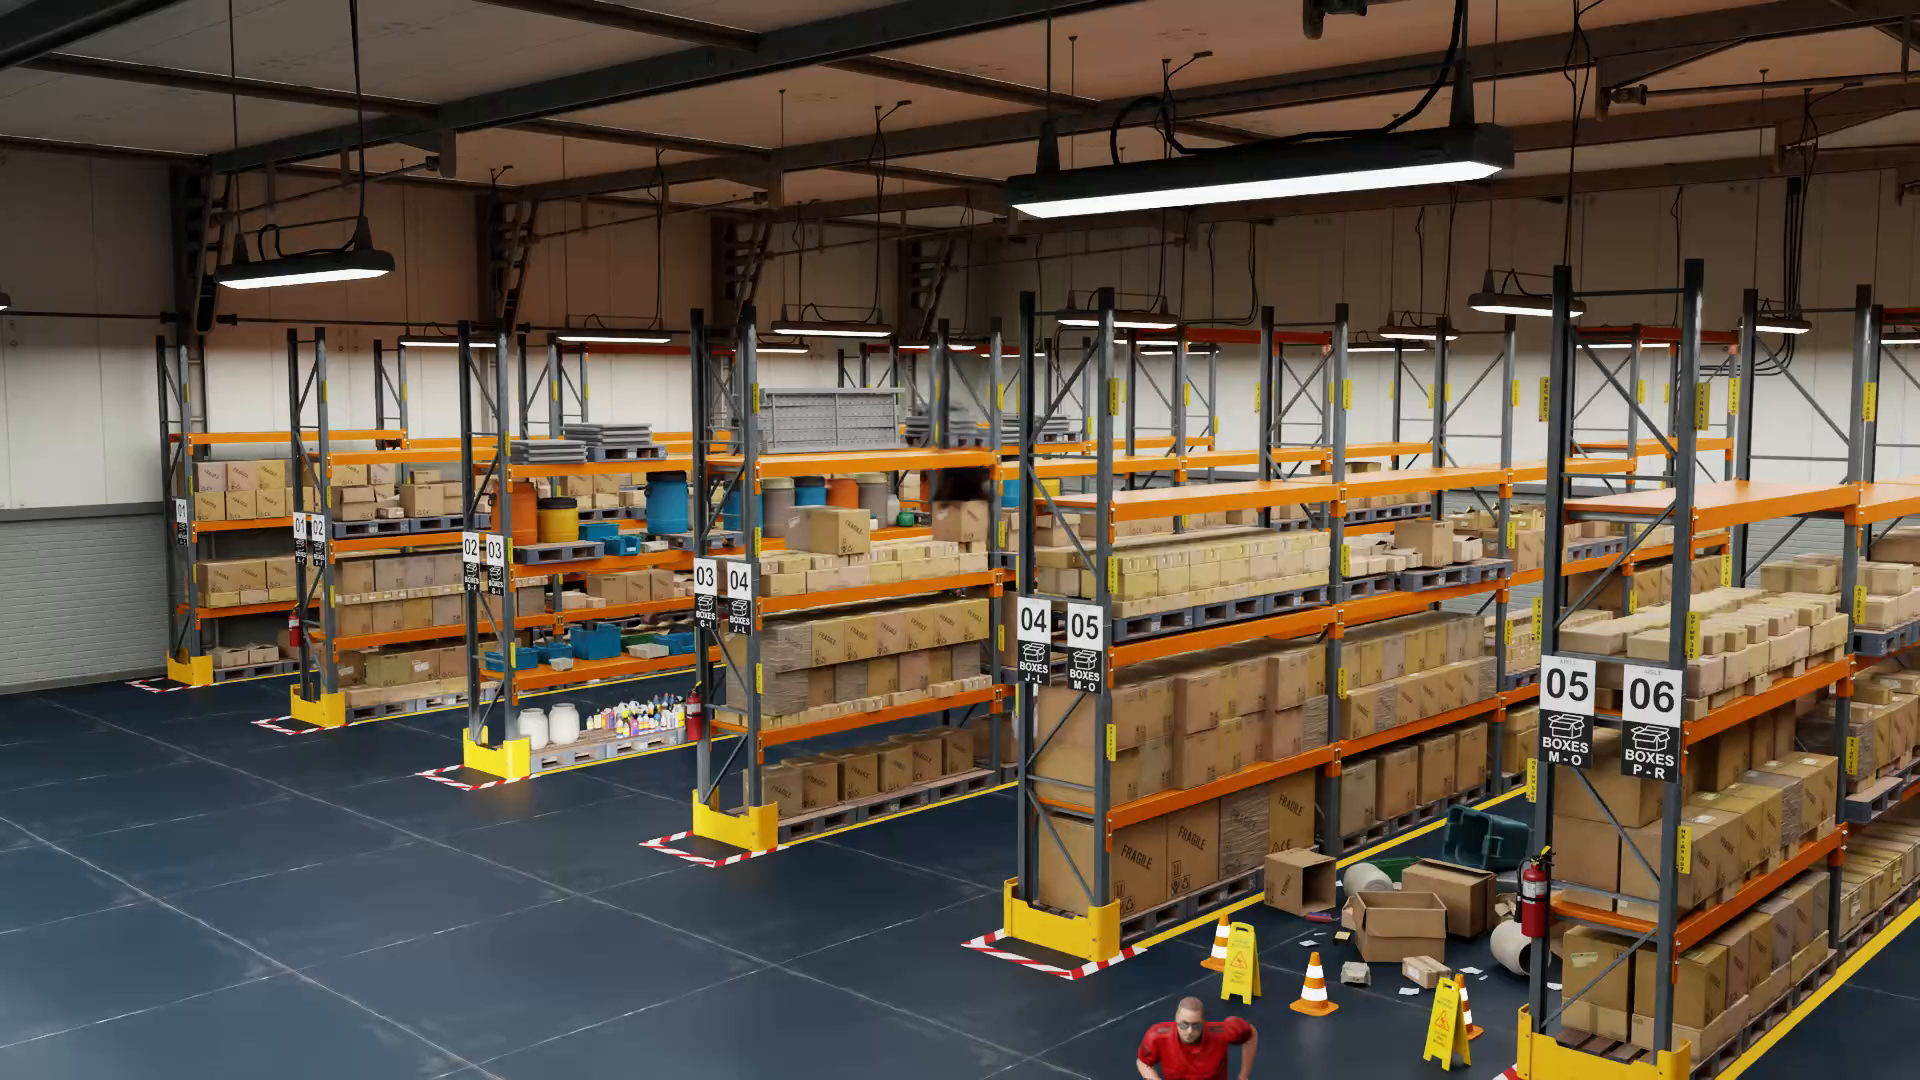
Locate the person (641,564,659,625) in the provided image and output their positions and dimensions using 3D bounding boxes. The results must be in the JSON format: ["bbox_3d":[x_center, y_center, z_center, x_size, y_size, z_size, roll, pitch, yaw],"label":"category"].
[{"bbox_3d":[-6.033,1.268,32.893,0.600,1.647,0.605,4,7,37],"label":"person"}]

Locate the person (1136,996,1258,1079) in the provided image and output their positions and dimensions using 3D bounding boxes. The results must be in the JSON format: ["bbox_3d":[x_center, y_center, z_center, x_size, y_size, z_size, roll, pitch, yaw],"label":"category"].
[{"bbox_3d":[1.428,3.447,10.021,0.708,1.698,1.005,1,5,11],"label":"person"}]

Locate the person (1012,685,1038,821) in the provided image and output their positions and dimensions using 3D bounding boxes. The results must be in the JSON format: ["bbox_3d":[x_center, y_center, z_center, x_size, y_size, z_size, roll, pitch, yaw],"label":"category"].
[{"bbox_3d":[0.918,2.499,19.618,0.657,1.716,0.874,2,6,22],"label":"person"}]
